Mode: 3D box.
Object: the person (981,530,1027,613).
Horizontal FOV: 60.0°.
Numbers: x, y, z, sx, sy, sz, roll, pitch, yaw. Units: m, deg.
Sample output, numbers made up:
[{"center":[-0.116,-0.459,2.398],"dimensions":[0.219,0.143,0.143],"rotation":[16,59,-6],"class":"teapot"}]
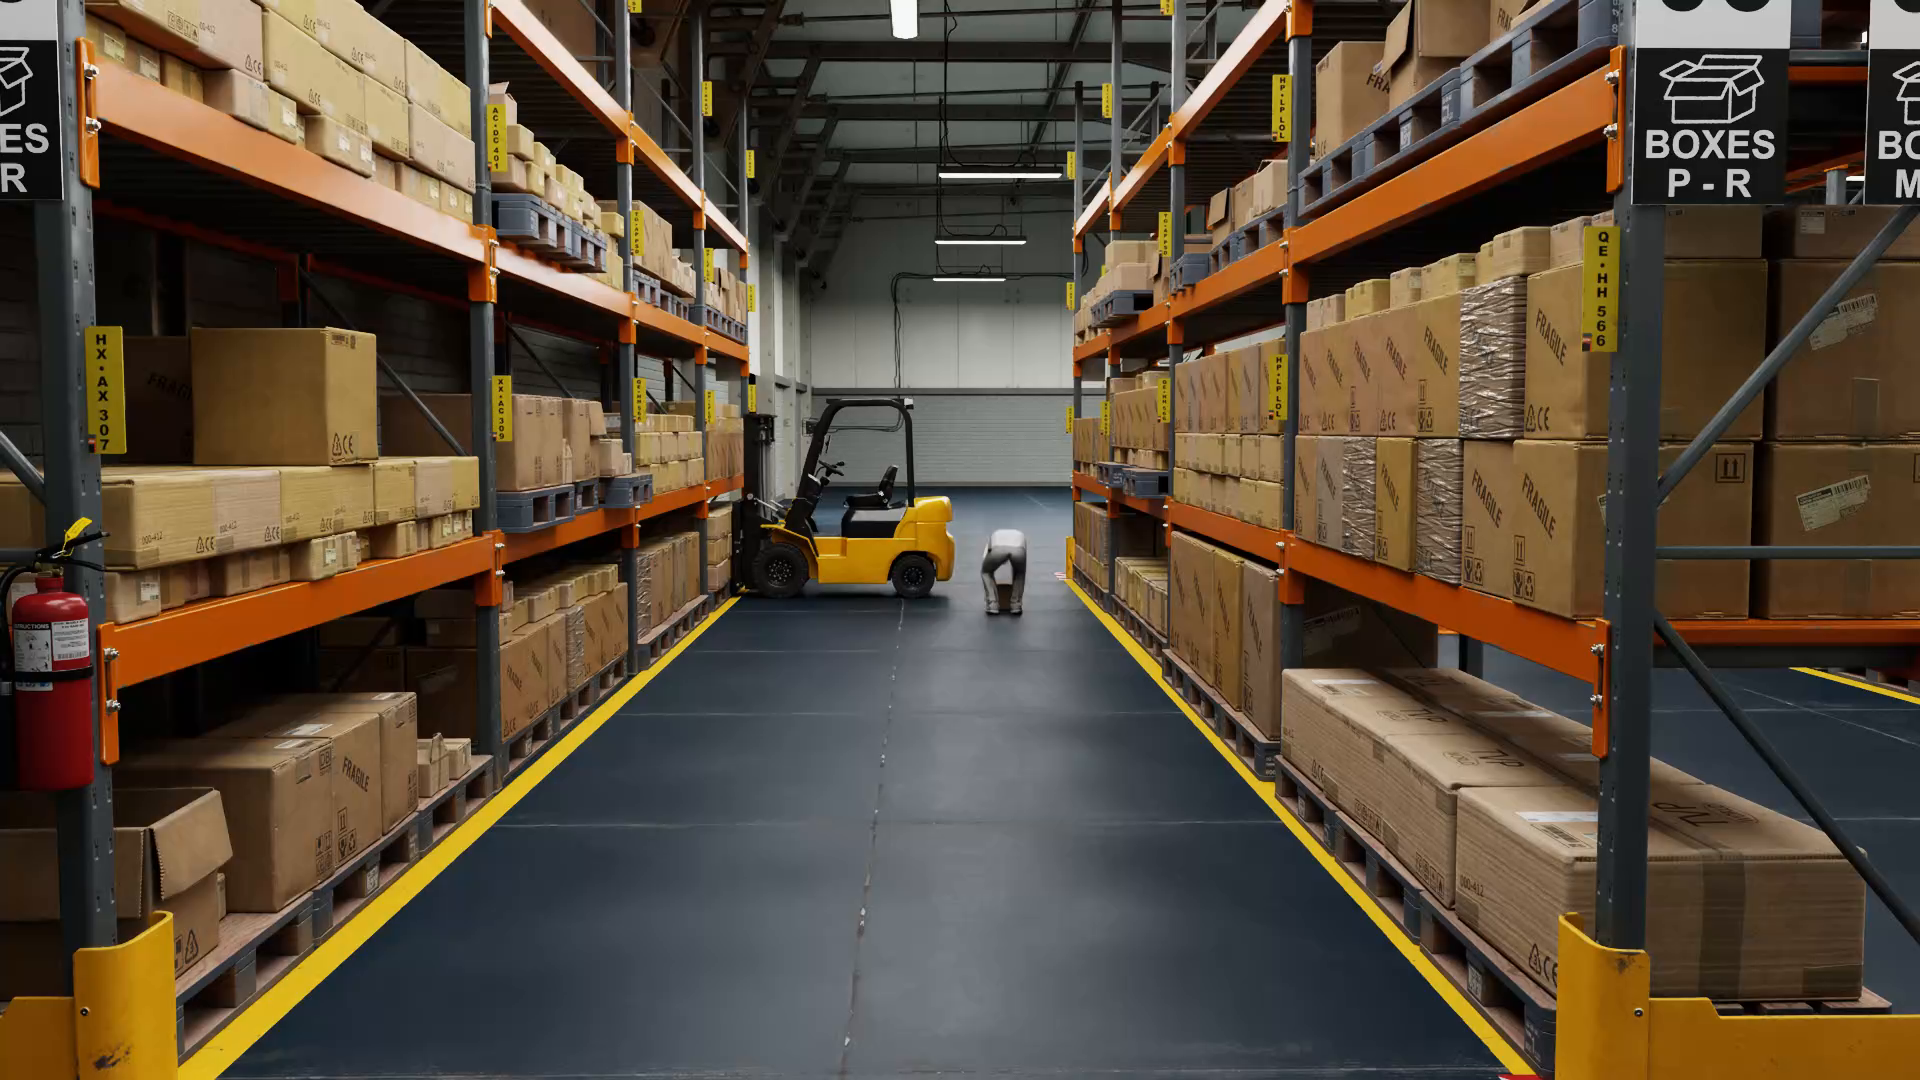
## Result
[{"center":[0.437,0.311,16.628],"dimensions":[0.462,0.842,0.889],"rotation":[0,4,-4],"class":"person"}]
